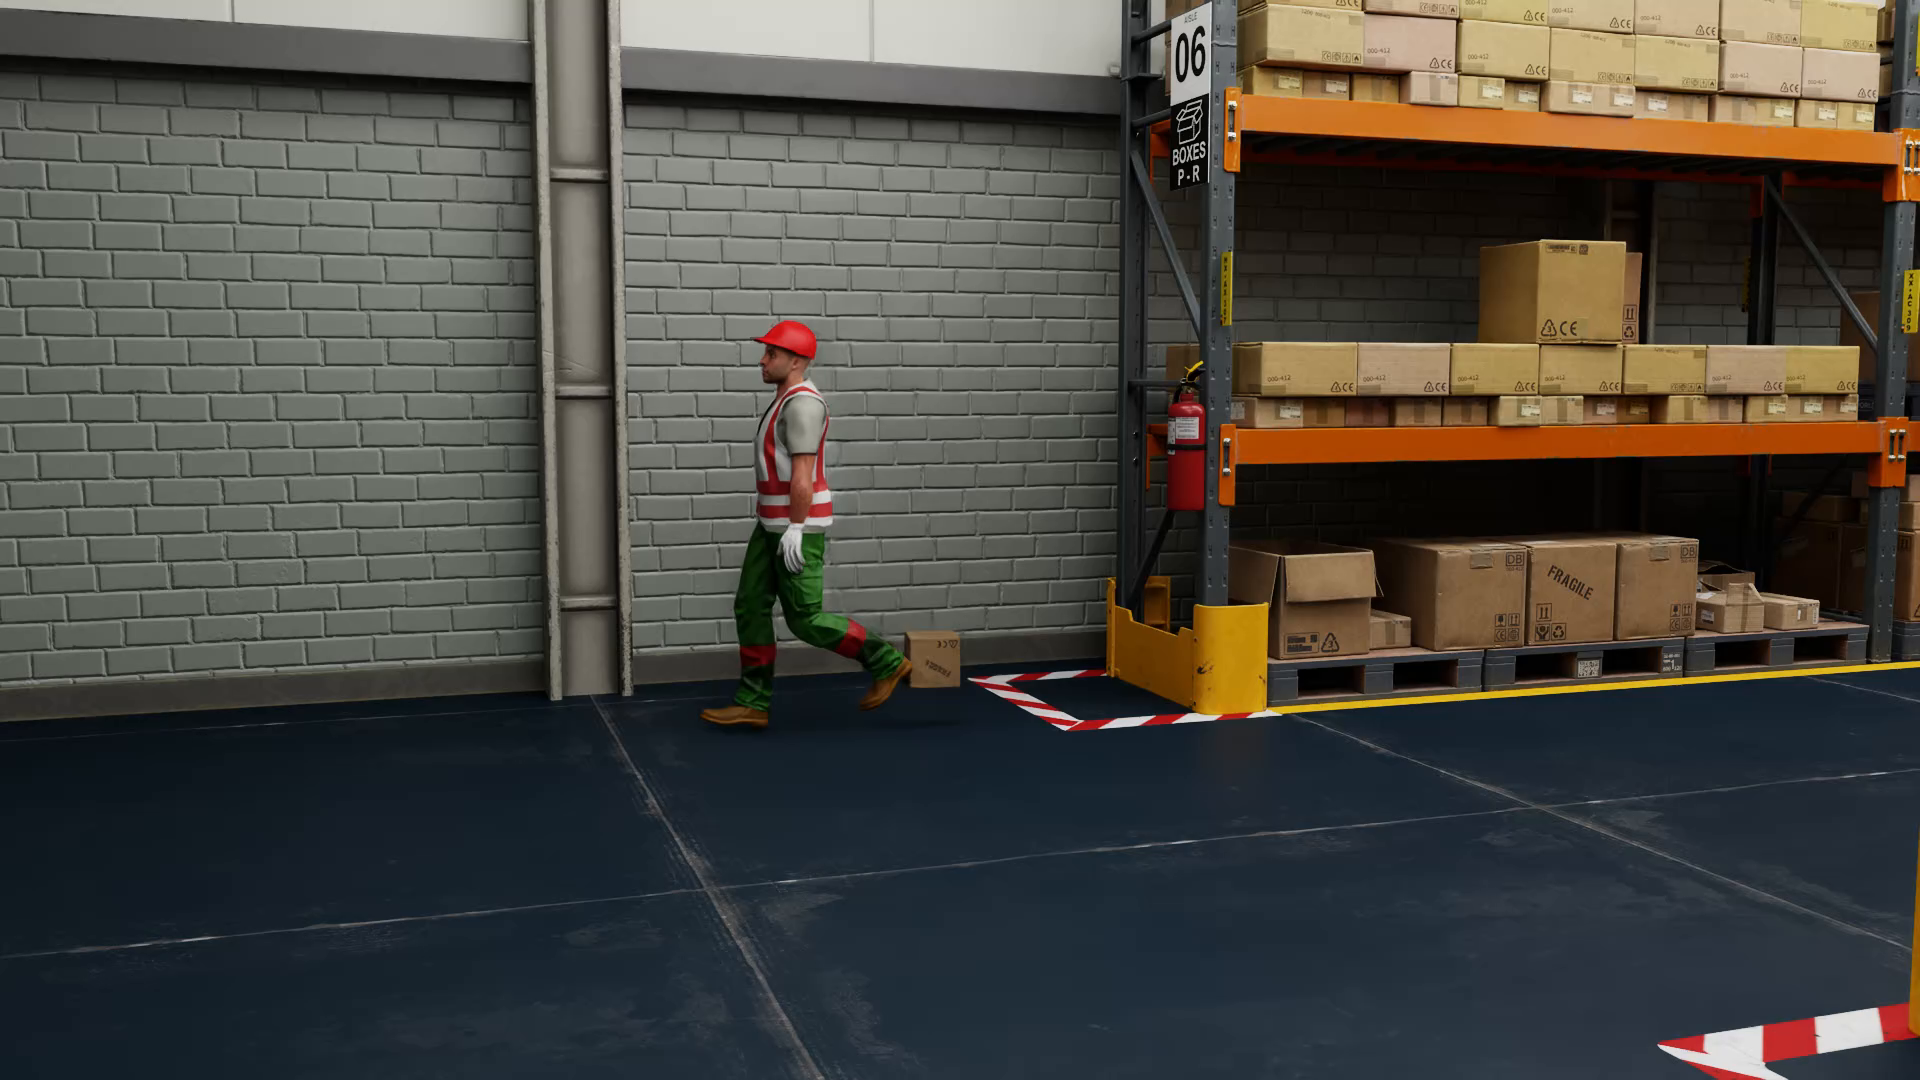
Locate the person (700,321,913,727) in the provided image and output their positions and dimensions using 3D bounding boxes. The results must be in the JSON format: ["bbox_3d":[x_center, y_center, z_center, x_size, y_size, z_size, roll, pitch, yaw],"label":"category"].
[{"bbox_3d":[-0.669,-0.061,7.198,0.911,1.763,0.542,-2,6,-18],"label":"person"}]
